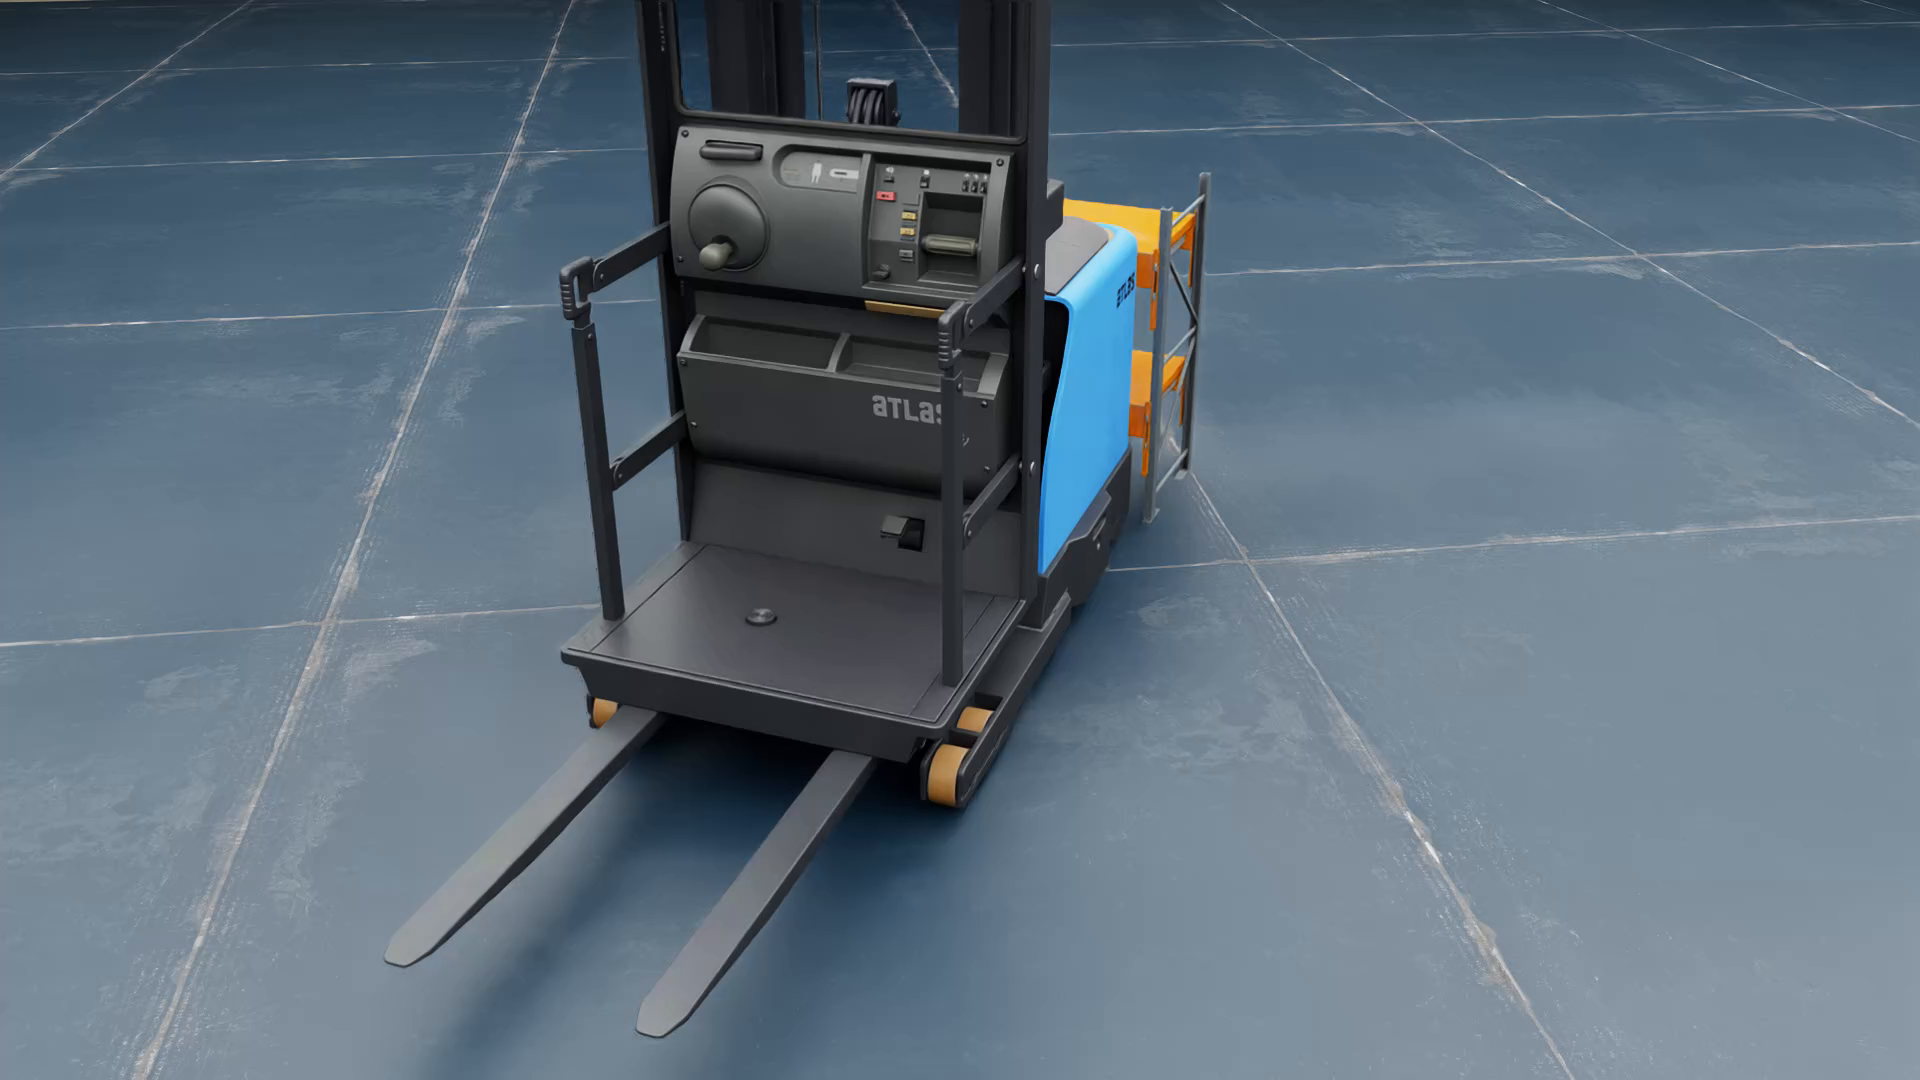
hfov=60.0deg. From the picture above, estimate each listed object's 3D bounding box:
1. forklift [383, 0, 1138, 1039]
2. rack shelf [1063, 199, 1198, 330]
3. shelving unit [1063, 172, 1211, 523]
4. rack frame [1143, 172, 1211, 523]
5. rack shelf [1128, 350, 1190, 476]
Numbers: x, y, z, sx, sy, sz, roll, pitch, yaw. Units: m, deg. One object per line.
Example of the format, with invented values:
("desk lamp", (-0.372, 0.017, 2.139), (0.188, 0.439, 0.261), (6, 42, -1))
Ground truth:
("forklift", (-0.393, -0.812, 4.122), (1.130, 2.935, 3.031), (9, 29, 18))
("rack shelf", (0.292, -1.021, 5.866), (1.000, 0.278, 0.538), (11, 29, 21))
("shelving unit", (0.292, -0.760, 6.000), (1.048, 1.125, 0.538), (11, 29, 21))
("rack frame", (0.759, -0.669, 5.821), (0.032, 1.125, 0.500), (11, 29, 21))
("rack shelf", (0.292, -0.543, 6.111), (1.000, 0.278, 0.538), (11, 29, 21))
